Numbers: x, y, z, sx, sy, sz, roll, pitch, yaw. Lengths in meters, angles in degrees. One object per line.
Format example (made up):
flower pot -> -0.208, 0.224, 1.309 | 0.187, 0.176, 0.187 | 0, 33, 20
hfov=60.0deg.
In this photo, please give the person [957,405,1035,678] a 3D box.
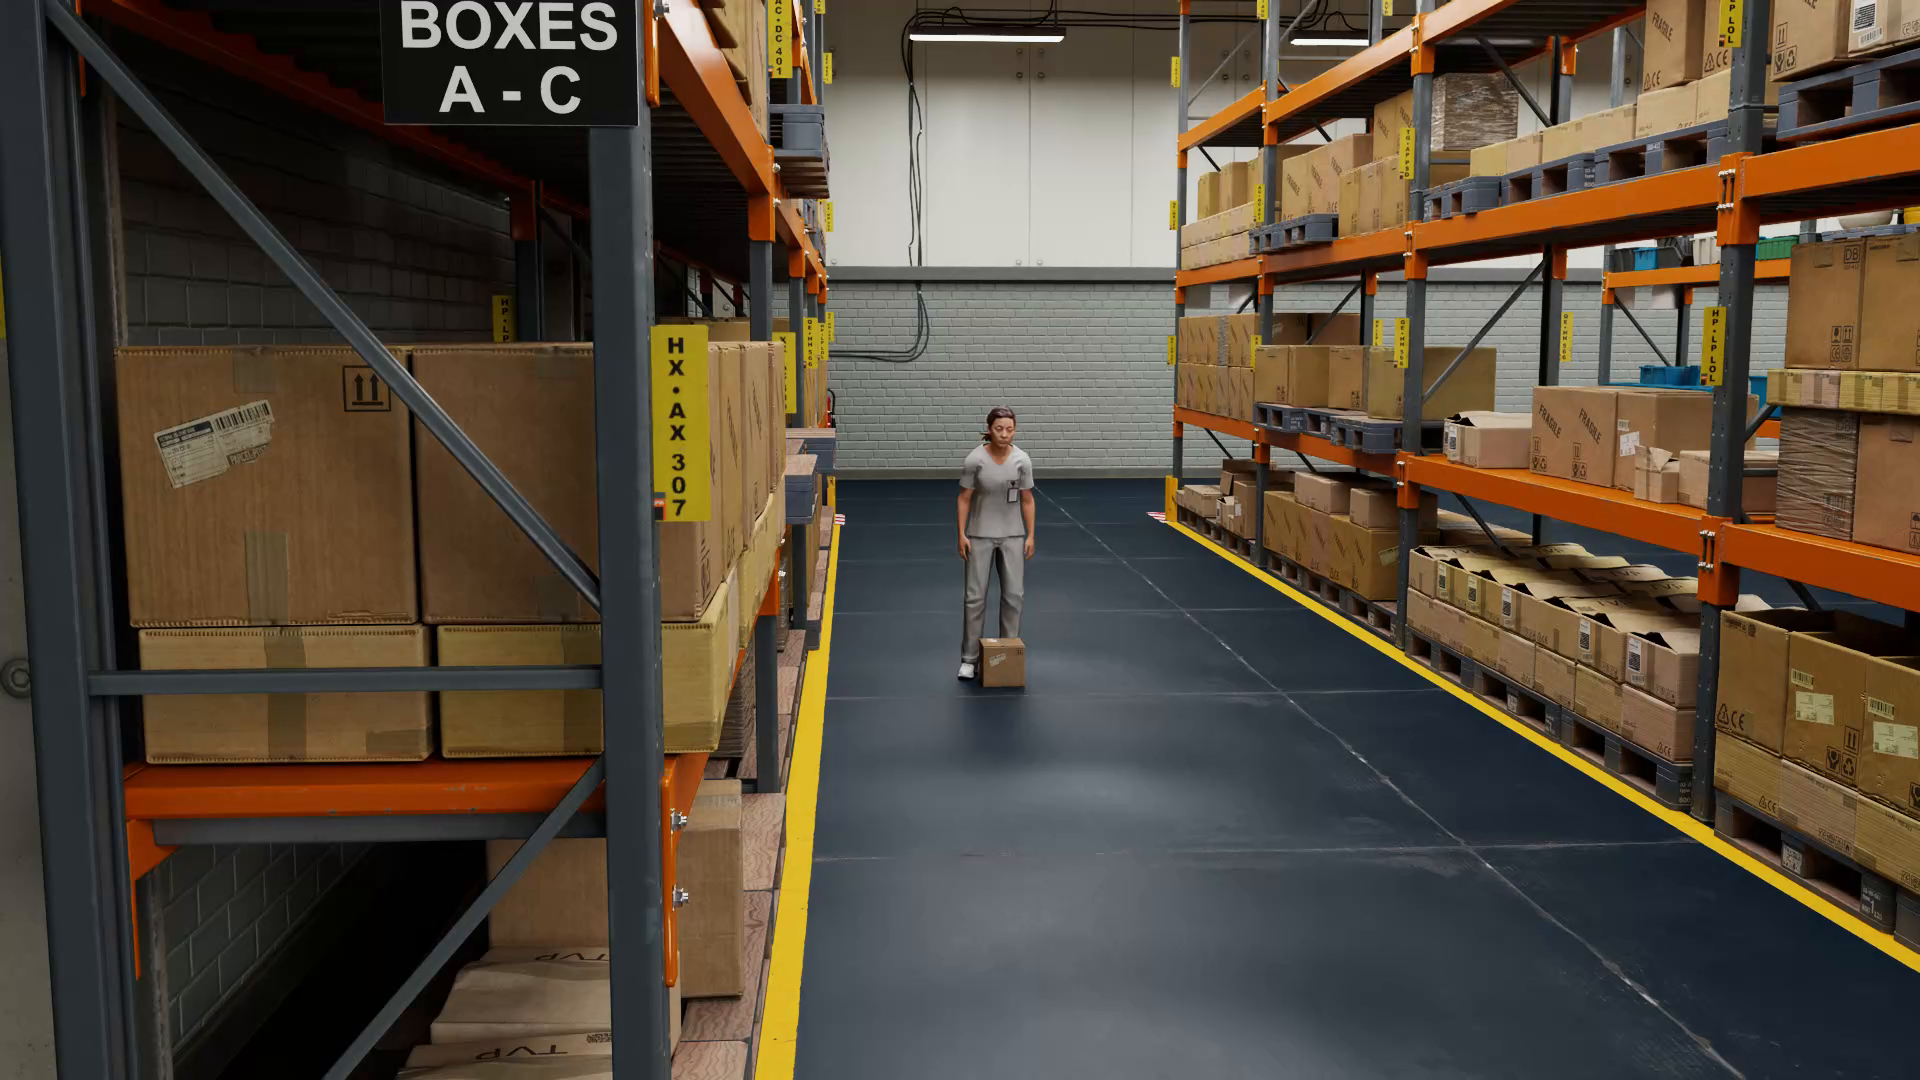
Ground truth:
person -> 0.225, 0.007, 10.197 | 0.495, 1.672, 0.415 | -1, 7, -7
